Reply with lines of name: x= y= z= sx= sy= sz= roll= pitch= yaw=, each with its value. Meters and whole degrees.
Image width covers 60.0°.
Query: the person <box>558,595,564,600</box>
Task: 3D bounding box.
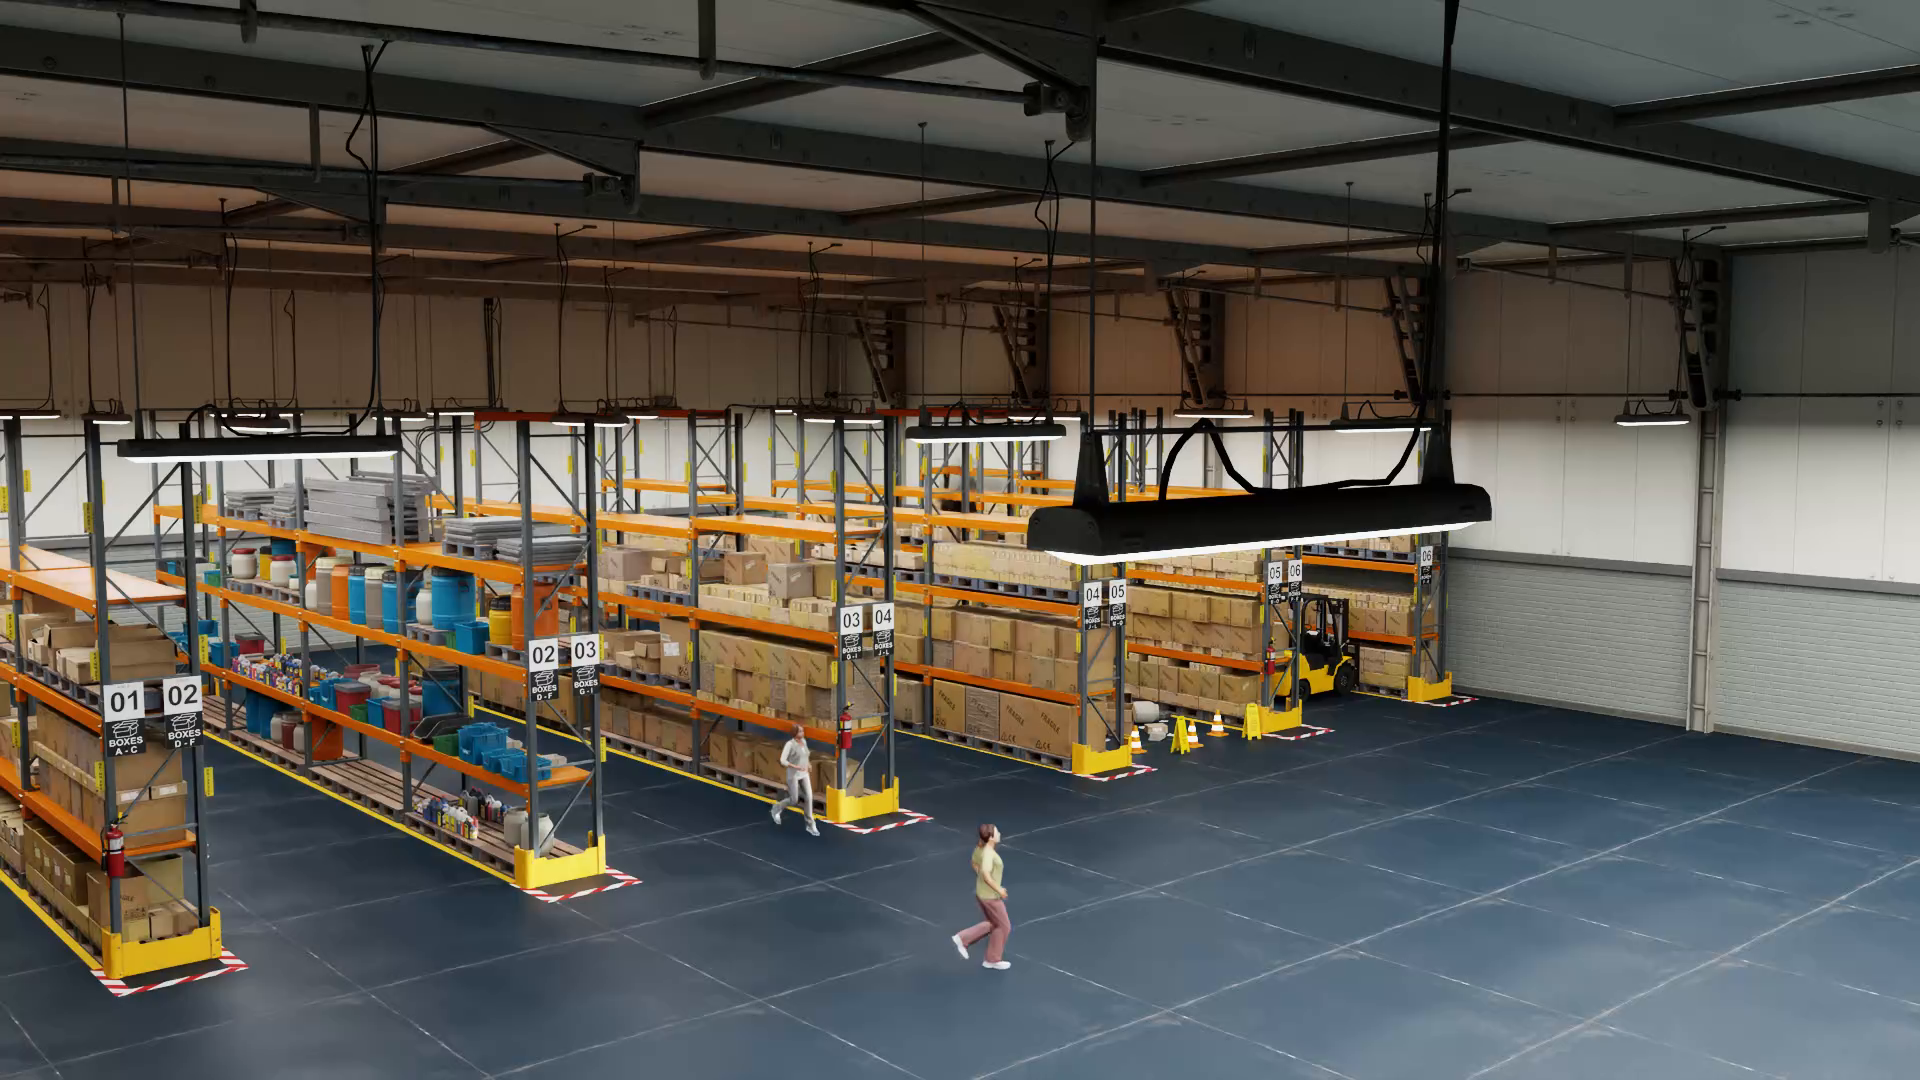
person: x=-9.439 y=2.106 z=38.921 sx=0.614 sy=1.668 sz=0.710 roll=0 pitch=5 yaw=2

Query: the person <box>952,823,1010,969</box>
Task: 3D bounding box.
person: x=0.240 y=3.923 z=18.284 sx=0.642 sy=1.622 sz=0.605 roll=-1 pitch=5 yaw=-15

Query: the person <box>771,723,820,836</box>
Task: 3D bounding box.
person: x=-2.378 y=3.434 z=24.002 sx=0.819 sy=1.611 sz=0.589 roll=4 pitch=6 yaw=38
